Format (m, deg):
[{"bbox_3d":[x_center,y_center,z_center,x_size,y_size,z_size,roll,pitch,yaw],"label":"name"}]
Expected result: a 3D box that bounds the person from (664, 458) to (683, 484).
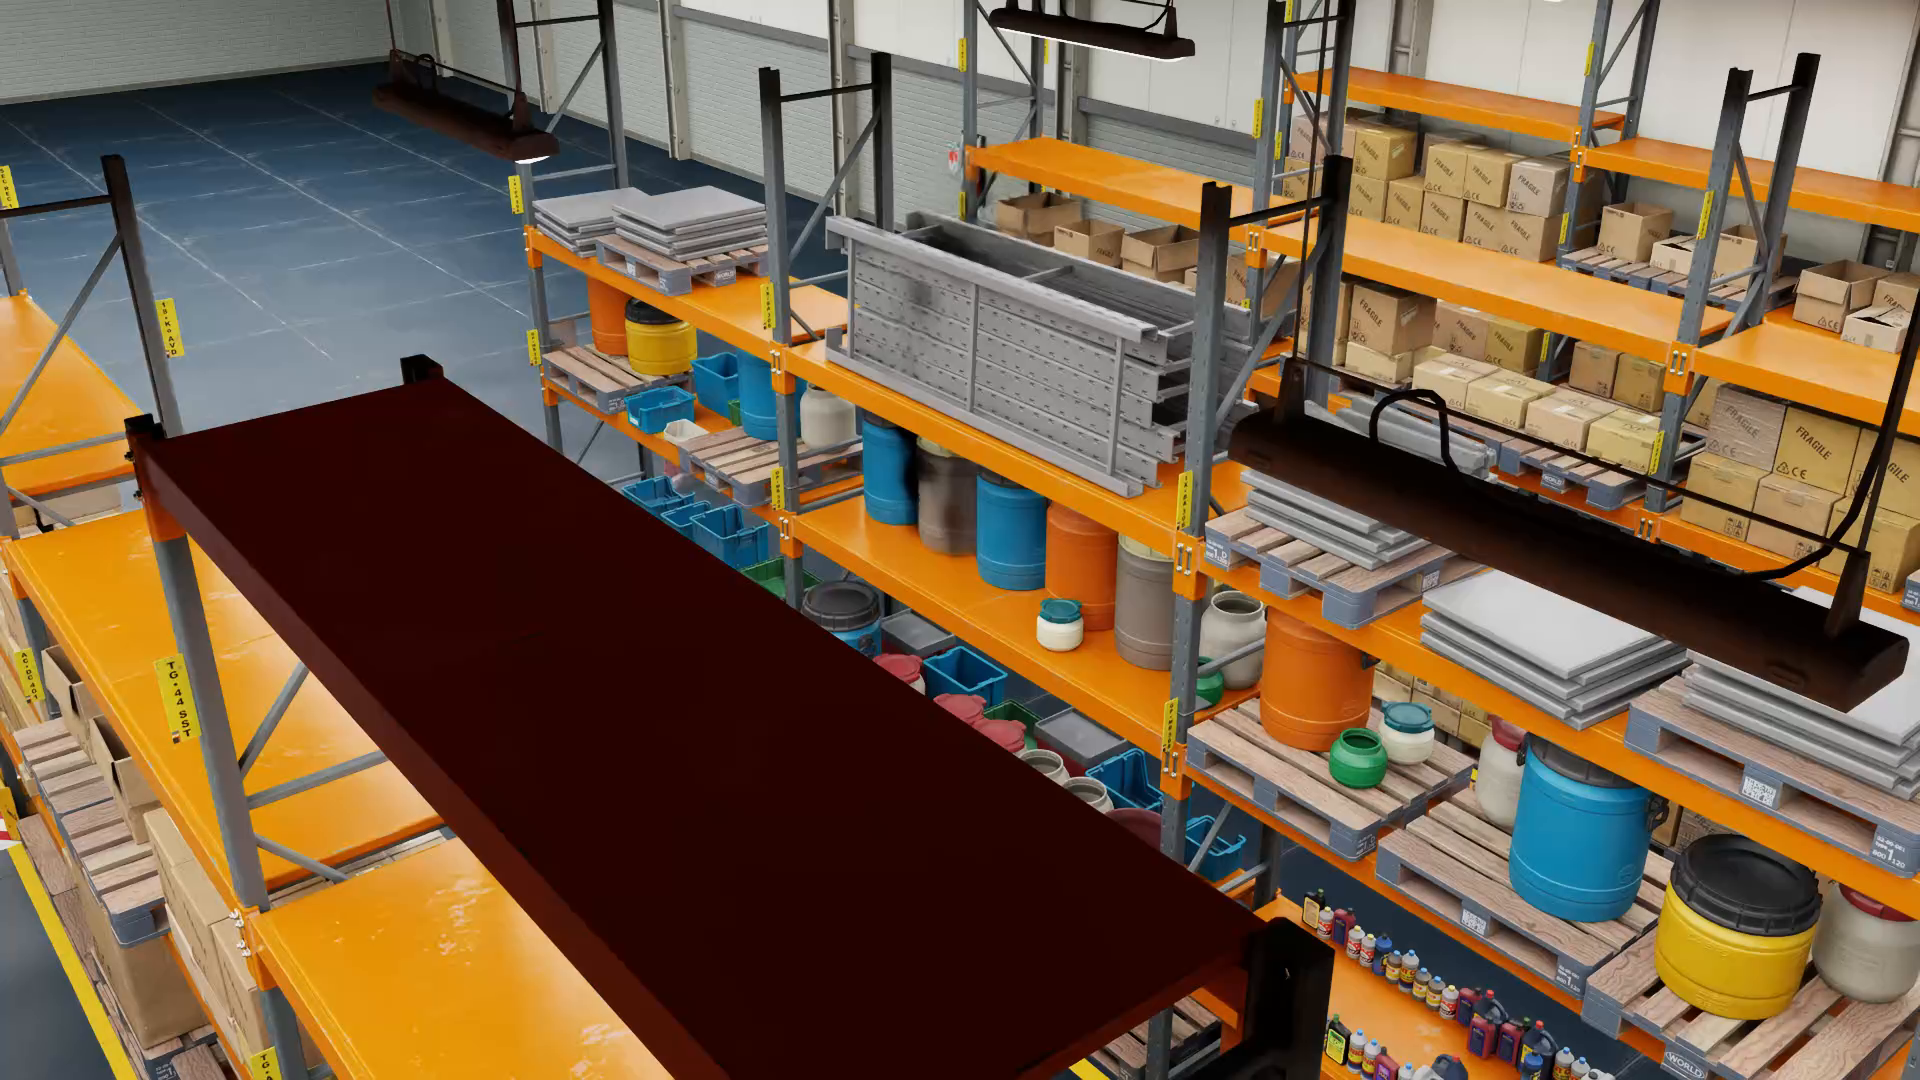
[{"bbox_3d":[-3.207,-1.459,19.349,0.757,1.732,0.591,-8,27,-16],"label":"person"}]
